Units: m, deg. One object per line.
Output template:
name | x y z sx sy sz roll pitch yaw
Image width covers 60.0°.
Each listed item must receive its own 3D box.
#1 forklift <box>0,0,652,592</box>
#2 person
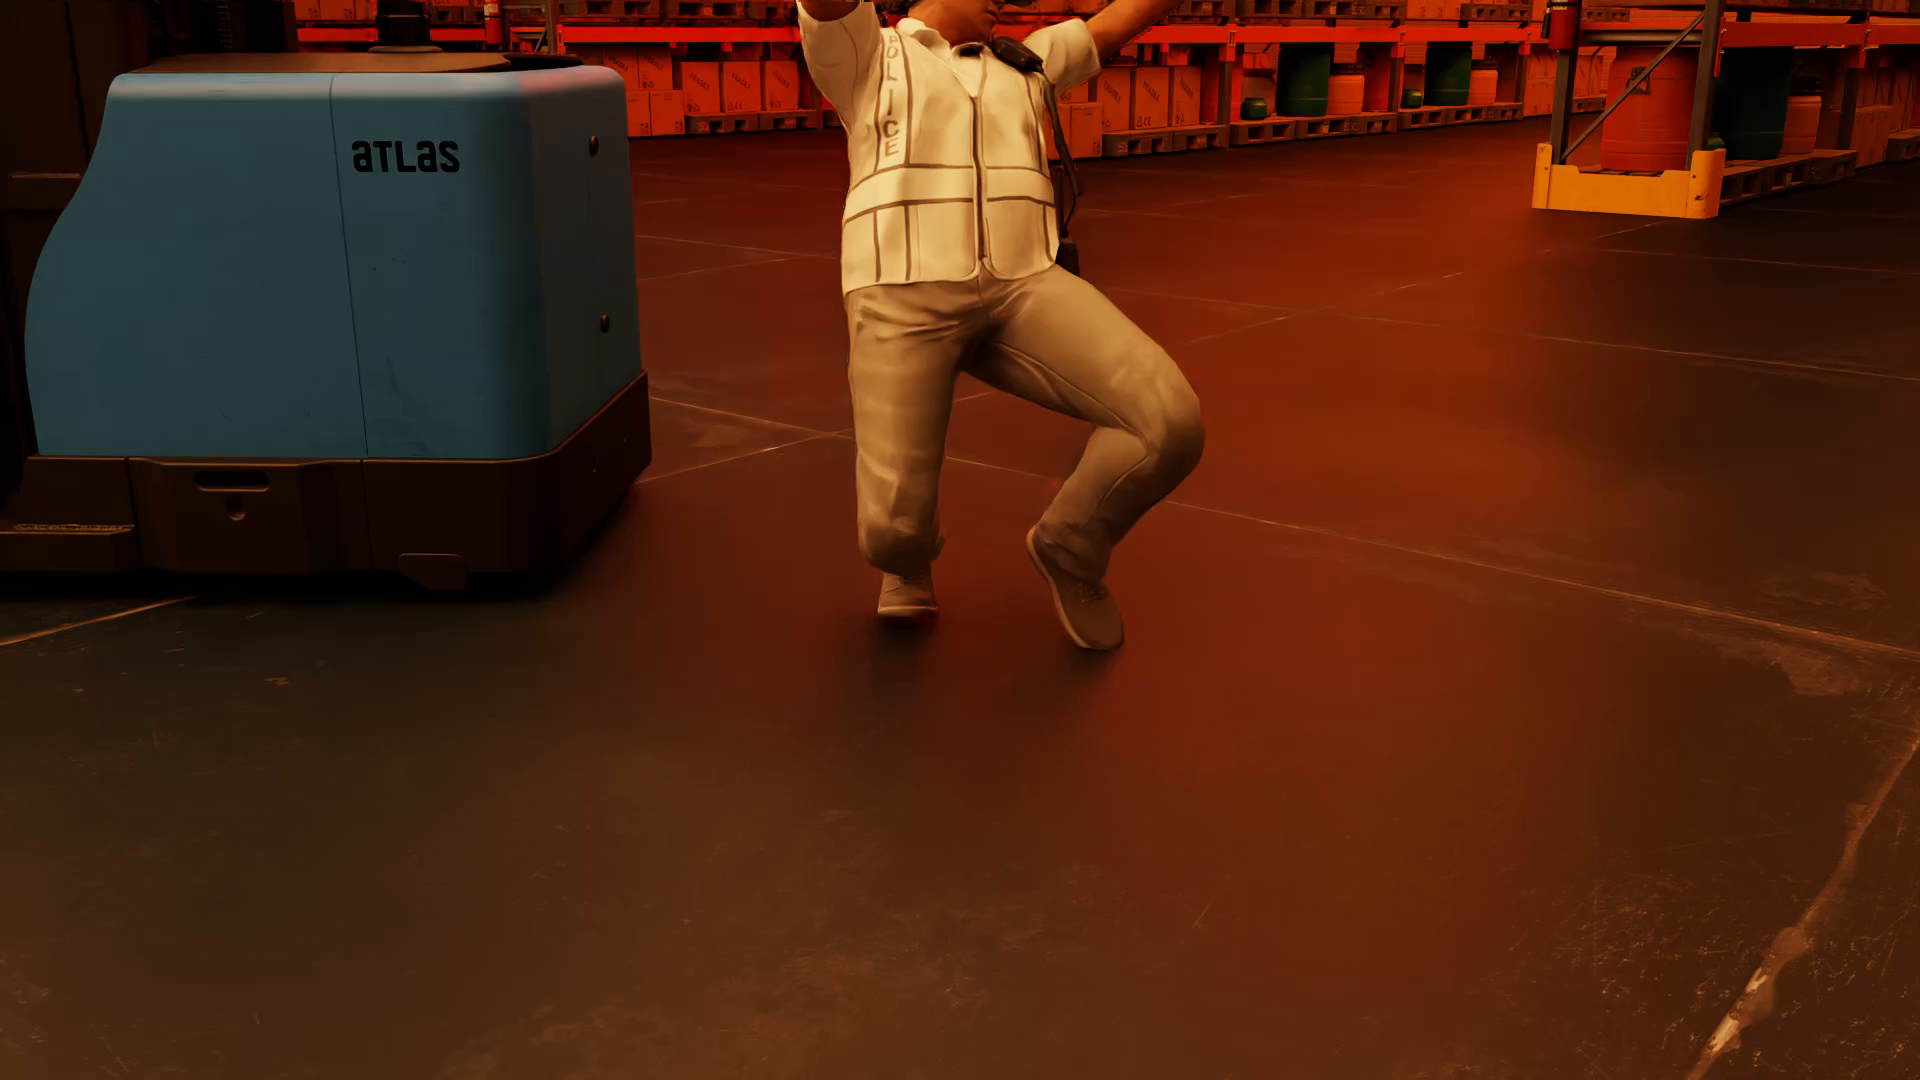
forklift | -2.341 -1.432 3.614 3.031 2.935 1.130 1 17 2
person | 0.206 -0.558 3.156 1.011 1.577 0.777 -6 18 -18
